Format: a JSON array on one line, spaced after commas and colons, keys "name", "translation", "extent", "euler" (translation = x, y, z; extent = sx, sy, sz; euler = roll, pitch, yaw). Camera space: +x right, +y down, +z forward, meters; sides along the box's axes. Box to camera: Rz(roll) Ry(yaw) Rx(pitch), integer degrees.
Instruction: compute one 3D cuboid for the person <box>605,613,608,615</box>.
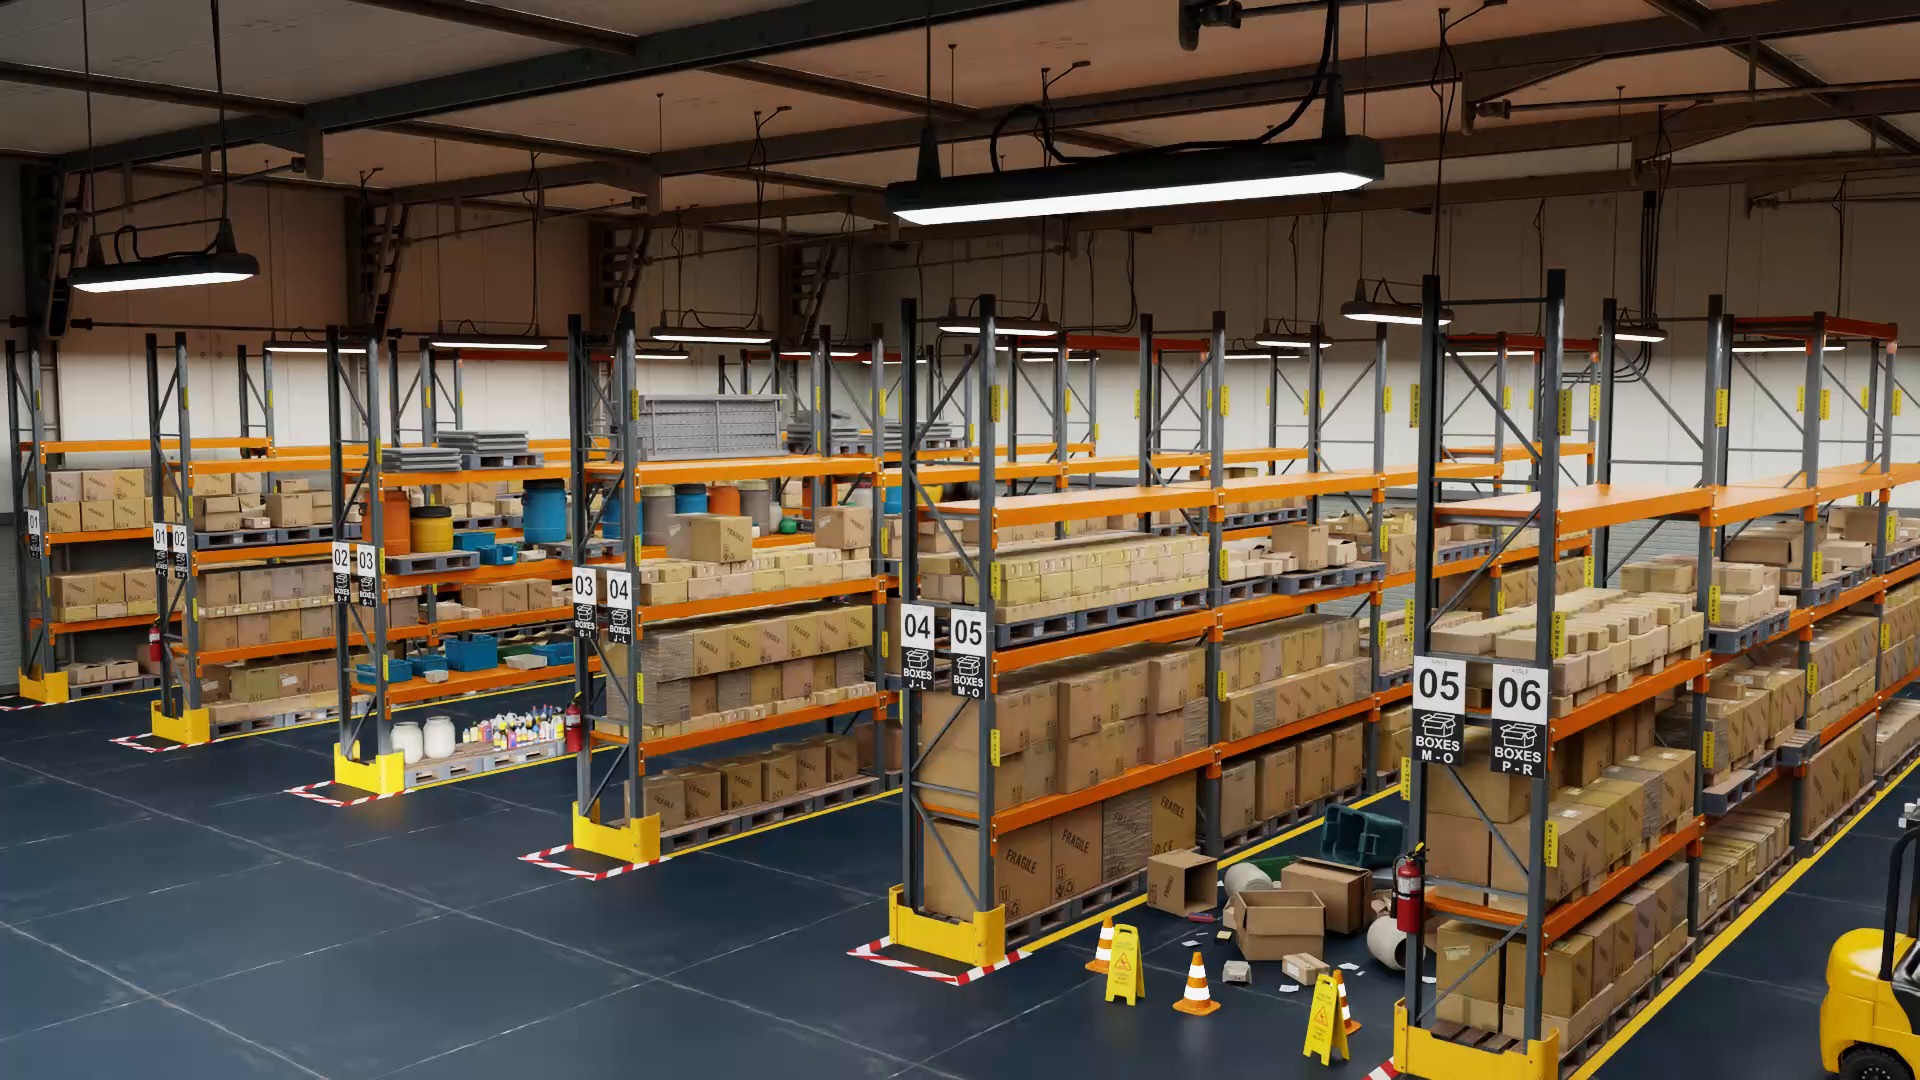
[{"name": "person", "translation": [-7.190, 1.198, 34.813], "extent": [0.772, 1.812, 0.877], "euler": [4, 6, 37]}]
